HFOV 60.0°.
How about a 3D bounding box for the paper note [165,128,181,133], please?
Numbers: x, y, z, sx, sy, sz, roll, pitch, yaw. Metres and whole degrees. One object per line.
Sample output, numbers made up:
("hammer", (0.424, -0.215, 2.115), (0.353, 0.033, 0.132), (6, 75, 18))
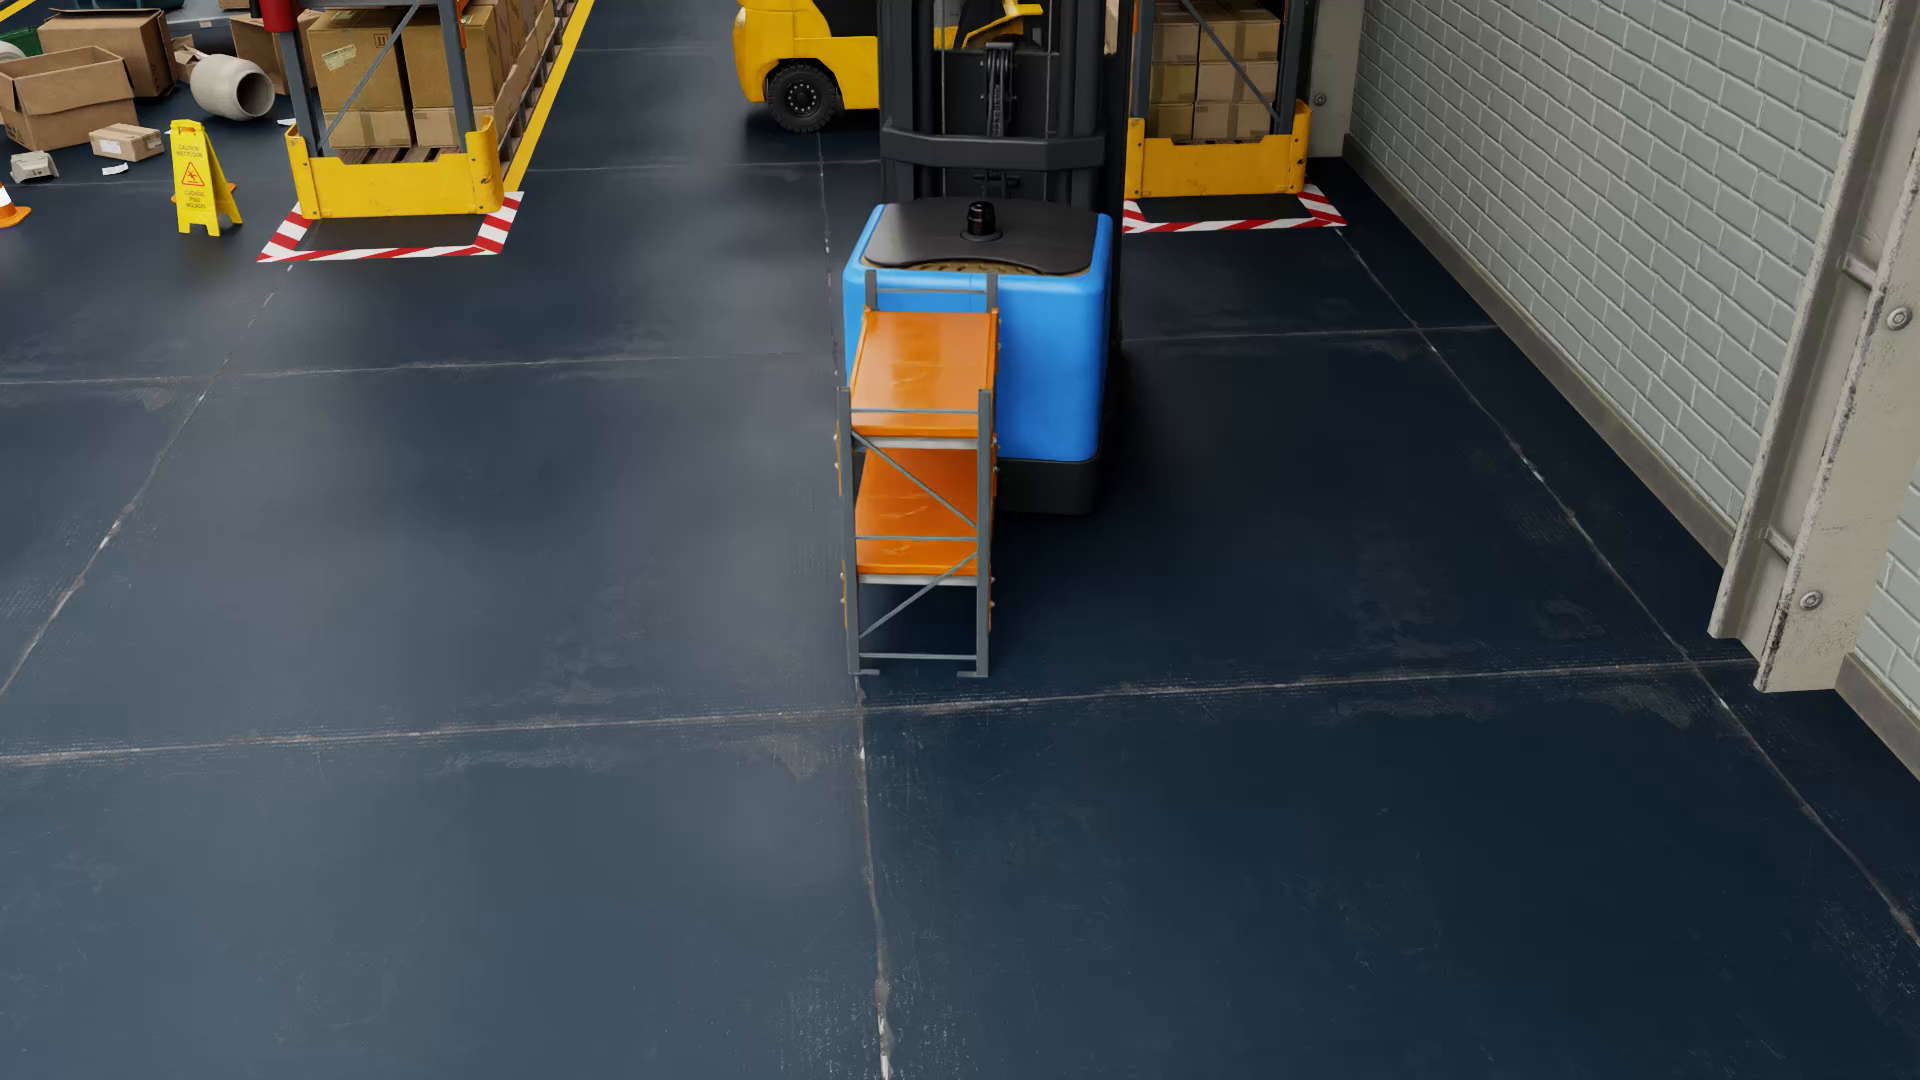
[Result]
("paper note", (-5.384, -2.833, 11.475), (0.148, 0.019, 0.142), (8, 32, 13))

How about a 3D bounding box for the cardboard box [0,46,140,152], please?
("cardboard box", (-6.069, -2.988, 11.262), (0.637, 0.503, 0.797), (27, 40, 37))

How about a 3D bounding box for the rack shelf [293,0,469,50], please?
("rack shelf", (-3.571, -3.997, 11.218), (1.077, 0.370, 4.000), (-3, 31, -5))

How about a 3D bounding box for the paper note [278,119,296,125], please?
("paper note", (-4.692, -2.931, 11.627), (0.142, 0.019, 0.148), (-14, 33, -22))

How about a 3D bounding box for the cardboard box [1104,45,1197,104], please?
("cardboard box", (1.201, -2.972, 10.585), (0.500, 0.250, 0.500), (-3, 31, -5))

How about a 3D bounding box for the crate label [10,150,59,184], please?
("crate label", (-5.917, -2.385, 10.609), (0.250, 0.136, 0.298), (-20, 36, -30))

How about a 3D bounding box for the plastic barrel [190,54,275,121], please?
("plastic barrel", (-5.084, -3.161, 11.629), (0.512, 0.421, 0.421), (20, 36, 29))

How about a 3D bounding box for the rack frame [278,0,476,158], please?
("rack frame", (-3.384, -3.285, 9.324), (1.000, 3.000, 0.127), (-3, 31, -5))

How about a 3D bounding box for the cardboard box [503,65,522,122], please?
("cardboard box", (-3.224, -2.971, 11.070), (0.500, 0.250, 0.500), (-2, 31, -3))

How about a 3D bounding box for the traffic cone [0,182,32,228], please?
("traffic cone", (-5.782, -2.126, 9.859), (0.336, 0.463, 0.334), (-3, 31, -5))

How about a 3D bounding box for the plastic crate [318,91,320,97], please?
("plastic crate", (-4.427, -3.233, 12.084), (0.402, 0.080, 0.583), (-14, 33, -22))

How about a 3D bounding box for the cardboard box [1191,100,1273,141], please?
("cardboard box", (1.707, -2.784, 10.758), (0.500, 0.250, 0.500), (-3, 31, -4))

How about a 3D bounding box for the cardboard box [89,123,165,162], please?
("cardboard box", (-5.517, -2.633, 11.013), (0.380, 0.149, 0.250), (13, 33, 21))

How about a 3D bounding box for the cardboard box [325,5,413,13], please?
("cardboard box", (-3.771, -3.269, 10.839), (0.500, 0.500, 0.500), (-2, 31, -3))

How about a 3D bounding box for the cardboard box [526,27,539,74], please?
("cardboard box", (-3.332, -3.506, 11.967), (0.500, 0.250, 0.500), (-2, 31, -4))

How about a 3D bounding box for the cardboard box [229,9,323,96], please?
("cardboard box", (-5.012, -3.643, 12.358), (0.500, 0.500, 0.500), (20, 36, 29))

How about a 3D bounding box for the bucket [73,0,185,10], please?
("bucket", (-6.368, -4.326, 12.778), (0.726, 0.611, 0.620), (8, 22, 13))

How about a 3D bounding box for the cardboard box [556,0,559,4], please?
("cardboard box", (-3.809, -4.647, 13.757), (0.950, 0.372, 0.625), (-2, 31, -4))

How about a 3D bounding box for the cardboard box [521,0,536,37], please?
("cardboard box", (-3.337, -3.839, 11.793), (0.500, 0.500, 0.500), (-1, 31, -2))

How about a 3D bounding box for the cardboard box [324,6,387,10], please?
("cardboard box", (-3.820, -3.466, 10.535), (0.380, 0.149, 0.250), (-2, 31, -3))

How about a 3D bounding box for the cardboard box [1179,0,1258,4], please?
("cardboard box", (1.651, -3.463, 10.919), (0.500, 0.250, 0.500), (-3, 31, -5))

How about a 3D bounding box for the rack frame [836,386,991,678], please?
("rack frame", (-0.149, -0.003, 5.658), (0.500, 1.125, 0.032), (1, 31, 2))

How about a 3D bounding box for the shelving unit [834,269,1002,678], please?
("shelving unit", (-0.129, -0.263, 6.094), (0.538, 1.125, 1.048), (1, 31, 2))

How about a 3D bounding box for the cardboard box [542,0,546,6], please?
("cardboard box", (-3.435, -4.359, 12.664), (0.500, 0.500, 0.500), (-3, 31, -5))

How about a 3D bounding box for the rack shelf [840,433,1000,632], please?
("rack shelf", (-0.129, -0.053, 6.219), (0.538, 0.278, 1.000), (1, 31, 2))

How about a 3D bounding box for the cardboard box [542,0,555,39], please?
("cardboard box", (-3.435, -4.038, 12.857), (0.500, 0.250, 0.500), (-1, 31, -2))

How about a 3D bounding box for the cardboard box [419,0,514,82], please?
("cardboard box", (-3.240, -3.310, 10.908), (0.500, 0.500, 0.500), (-4, 31, -6))

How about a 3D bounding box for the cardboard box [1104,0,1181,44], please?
("cardboard box", (1.151, -3.434, 10.871), (0.500, 0.250, 0.500), (-2, 31, -4))

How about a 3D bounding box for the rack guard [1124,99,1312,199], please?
("rack guard", (1.560, -2.439, 10.346), (1.175, 0.500, 0.348), (-3, 31, -5))

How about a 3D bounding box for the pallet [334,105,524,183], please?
("pallet", (-3.432, -2.543, 10.801), (1.003, 0.211, 1.213), (-3, 31, -5))

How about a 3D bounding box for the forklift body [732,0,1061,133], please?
("forklift body", (-0.436, -4.041, 11.417), (2.313, 2.155, 1.214), (-3, 31, -5))

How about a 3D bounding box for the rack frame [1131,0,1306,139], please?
("rack frame", (1.558, -3.524, 9.725), (1.000, 3.000, 0.127), (-3, 31, -5))

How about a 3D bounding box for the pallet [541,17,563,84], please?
("pallet", (-3.660, -3.789, 12.887), (1.003, 0.211, 1.213), (-3, 31, -5))

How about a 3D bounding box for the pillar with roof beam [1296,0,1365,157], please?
("pillar with roof beam", (-1.896, -6.292, 8.509), (9.100, 9.000, 0.400), (-3, 31, -5))

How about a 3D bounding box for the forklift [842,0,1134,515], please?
("forklift", (0.221, -2.095, 7.400), (1.130, 2.935, 3.031), (4, 31, 6))
